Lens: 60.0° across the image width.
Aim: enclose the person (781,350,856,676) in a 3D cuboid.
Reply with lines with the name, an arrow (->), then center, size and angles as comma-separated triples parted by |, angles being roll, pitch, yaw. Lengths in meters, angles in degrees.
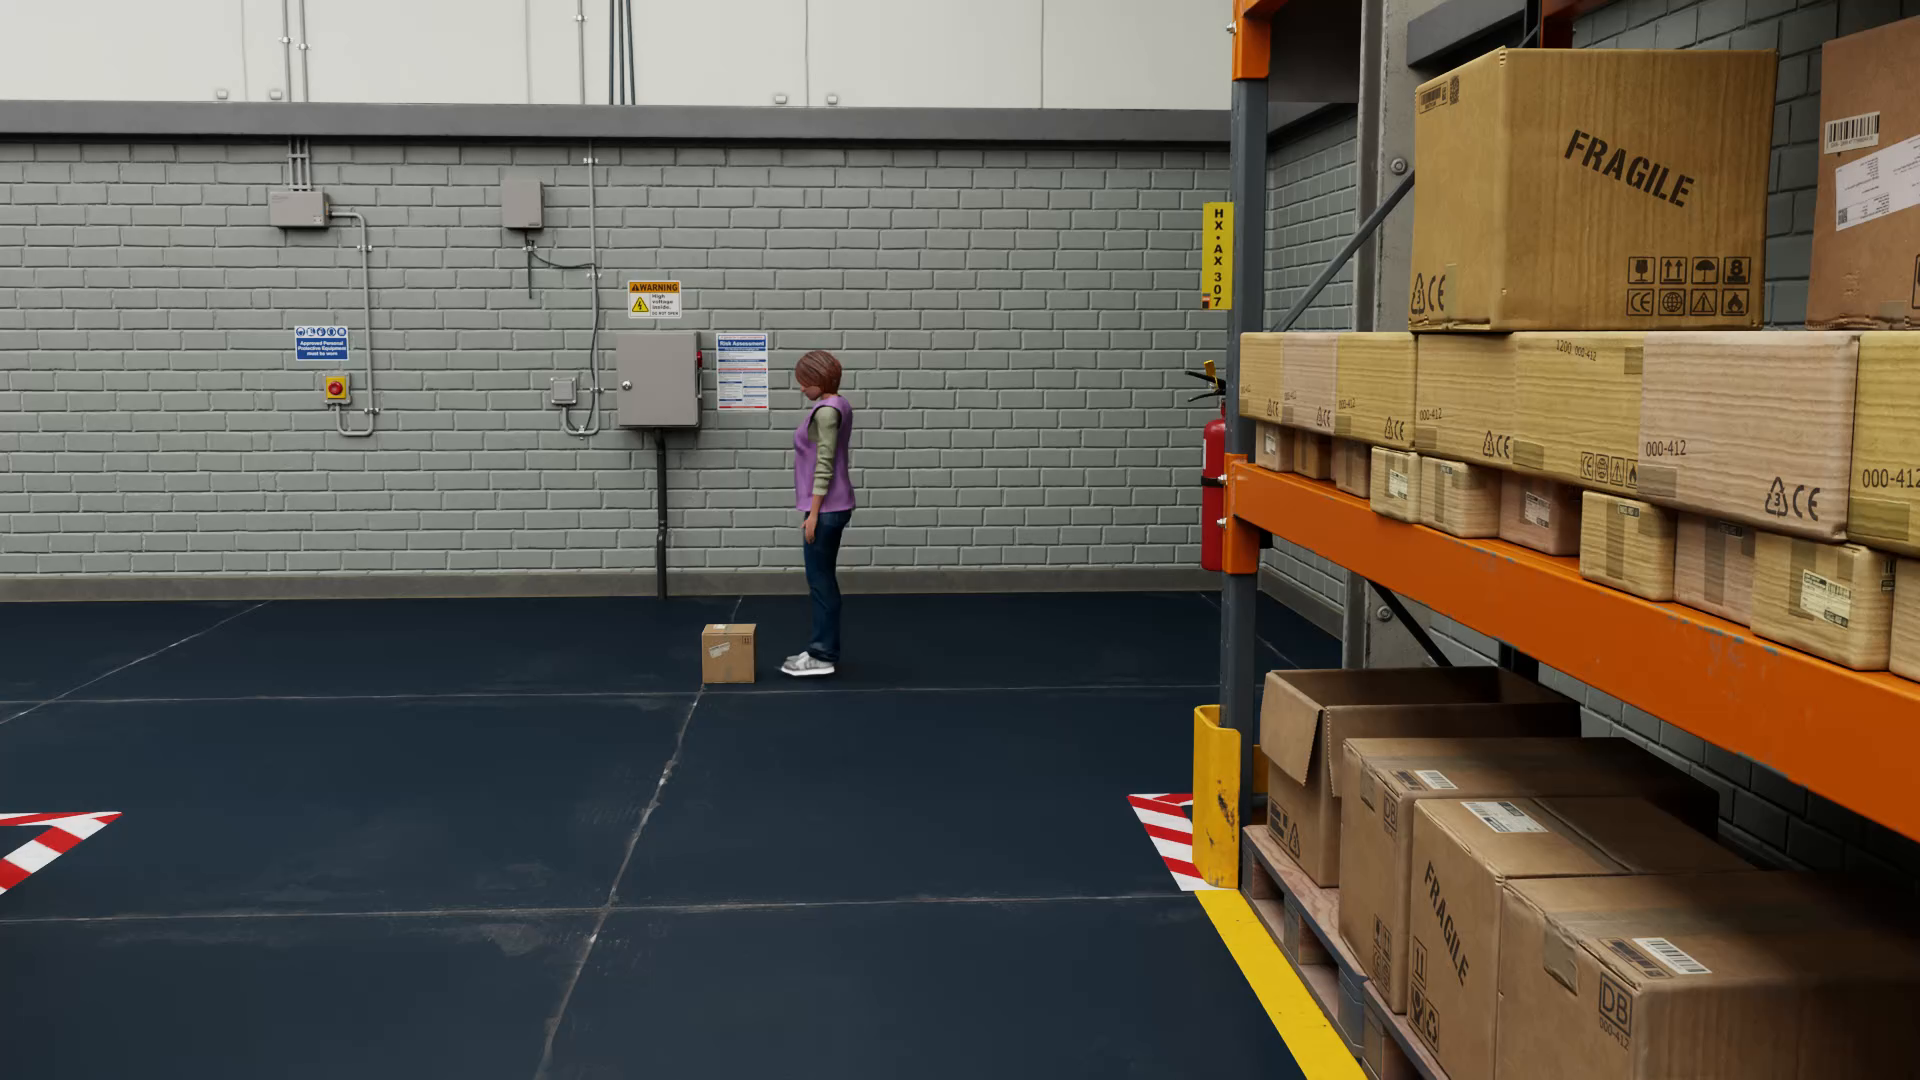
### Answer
person -> -0.709, -0.118, 8.174 | 0.394, 1.593, 0.433 | 1, 7, 4
